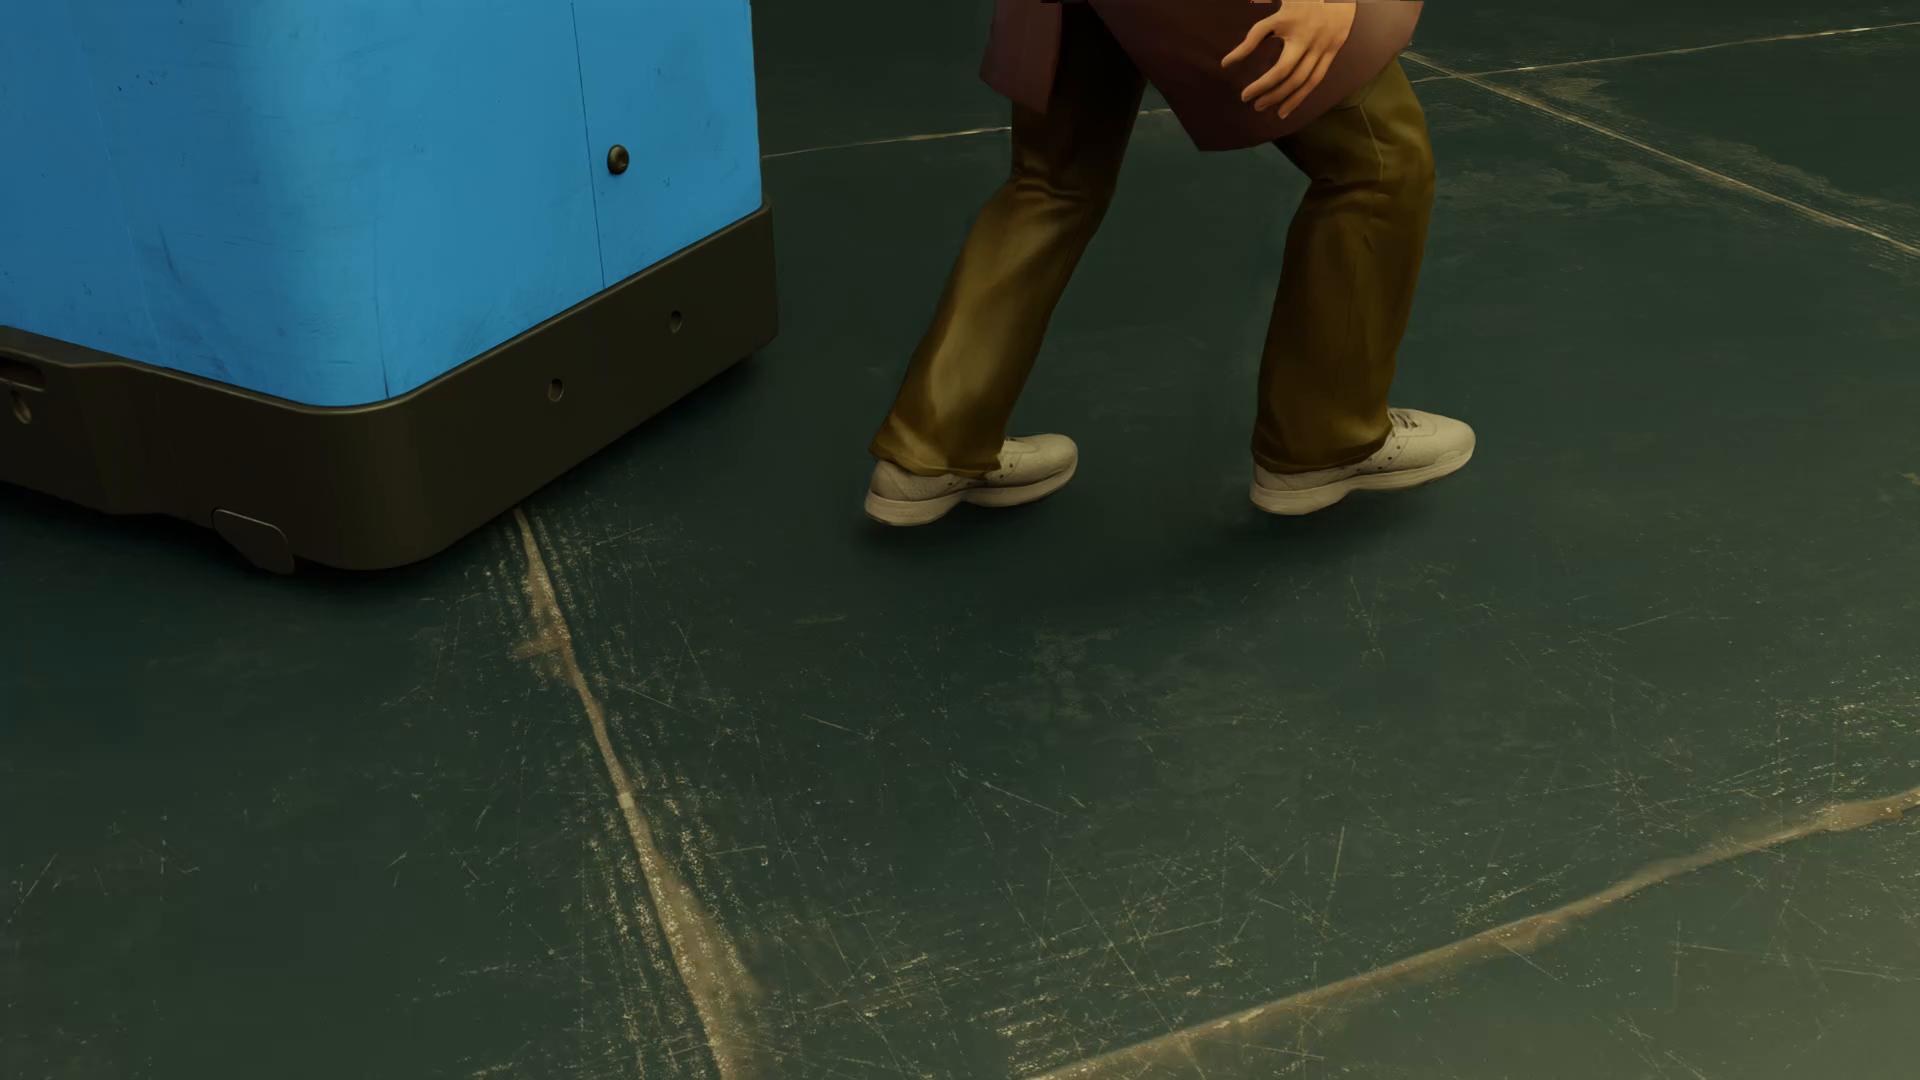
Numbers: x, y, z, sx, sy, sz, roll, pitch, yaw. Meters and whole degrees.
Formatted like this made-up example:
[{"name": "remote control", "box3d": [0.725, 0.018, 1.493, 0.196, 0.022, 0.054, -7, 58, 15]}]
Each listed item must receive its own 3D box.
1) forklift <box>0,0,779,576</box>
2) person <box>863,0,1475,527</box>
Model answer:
[{"name": "forklift", "box3d": [-1.879, -1.723, 2.563, 3.031, 2.935, 1.130, 14, 33, 23]}, {"name": "person", "box3d": [0.320, -0.799, 2.122, 0.872, 1.707, 0.720, -19, 35, -29]}]
